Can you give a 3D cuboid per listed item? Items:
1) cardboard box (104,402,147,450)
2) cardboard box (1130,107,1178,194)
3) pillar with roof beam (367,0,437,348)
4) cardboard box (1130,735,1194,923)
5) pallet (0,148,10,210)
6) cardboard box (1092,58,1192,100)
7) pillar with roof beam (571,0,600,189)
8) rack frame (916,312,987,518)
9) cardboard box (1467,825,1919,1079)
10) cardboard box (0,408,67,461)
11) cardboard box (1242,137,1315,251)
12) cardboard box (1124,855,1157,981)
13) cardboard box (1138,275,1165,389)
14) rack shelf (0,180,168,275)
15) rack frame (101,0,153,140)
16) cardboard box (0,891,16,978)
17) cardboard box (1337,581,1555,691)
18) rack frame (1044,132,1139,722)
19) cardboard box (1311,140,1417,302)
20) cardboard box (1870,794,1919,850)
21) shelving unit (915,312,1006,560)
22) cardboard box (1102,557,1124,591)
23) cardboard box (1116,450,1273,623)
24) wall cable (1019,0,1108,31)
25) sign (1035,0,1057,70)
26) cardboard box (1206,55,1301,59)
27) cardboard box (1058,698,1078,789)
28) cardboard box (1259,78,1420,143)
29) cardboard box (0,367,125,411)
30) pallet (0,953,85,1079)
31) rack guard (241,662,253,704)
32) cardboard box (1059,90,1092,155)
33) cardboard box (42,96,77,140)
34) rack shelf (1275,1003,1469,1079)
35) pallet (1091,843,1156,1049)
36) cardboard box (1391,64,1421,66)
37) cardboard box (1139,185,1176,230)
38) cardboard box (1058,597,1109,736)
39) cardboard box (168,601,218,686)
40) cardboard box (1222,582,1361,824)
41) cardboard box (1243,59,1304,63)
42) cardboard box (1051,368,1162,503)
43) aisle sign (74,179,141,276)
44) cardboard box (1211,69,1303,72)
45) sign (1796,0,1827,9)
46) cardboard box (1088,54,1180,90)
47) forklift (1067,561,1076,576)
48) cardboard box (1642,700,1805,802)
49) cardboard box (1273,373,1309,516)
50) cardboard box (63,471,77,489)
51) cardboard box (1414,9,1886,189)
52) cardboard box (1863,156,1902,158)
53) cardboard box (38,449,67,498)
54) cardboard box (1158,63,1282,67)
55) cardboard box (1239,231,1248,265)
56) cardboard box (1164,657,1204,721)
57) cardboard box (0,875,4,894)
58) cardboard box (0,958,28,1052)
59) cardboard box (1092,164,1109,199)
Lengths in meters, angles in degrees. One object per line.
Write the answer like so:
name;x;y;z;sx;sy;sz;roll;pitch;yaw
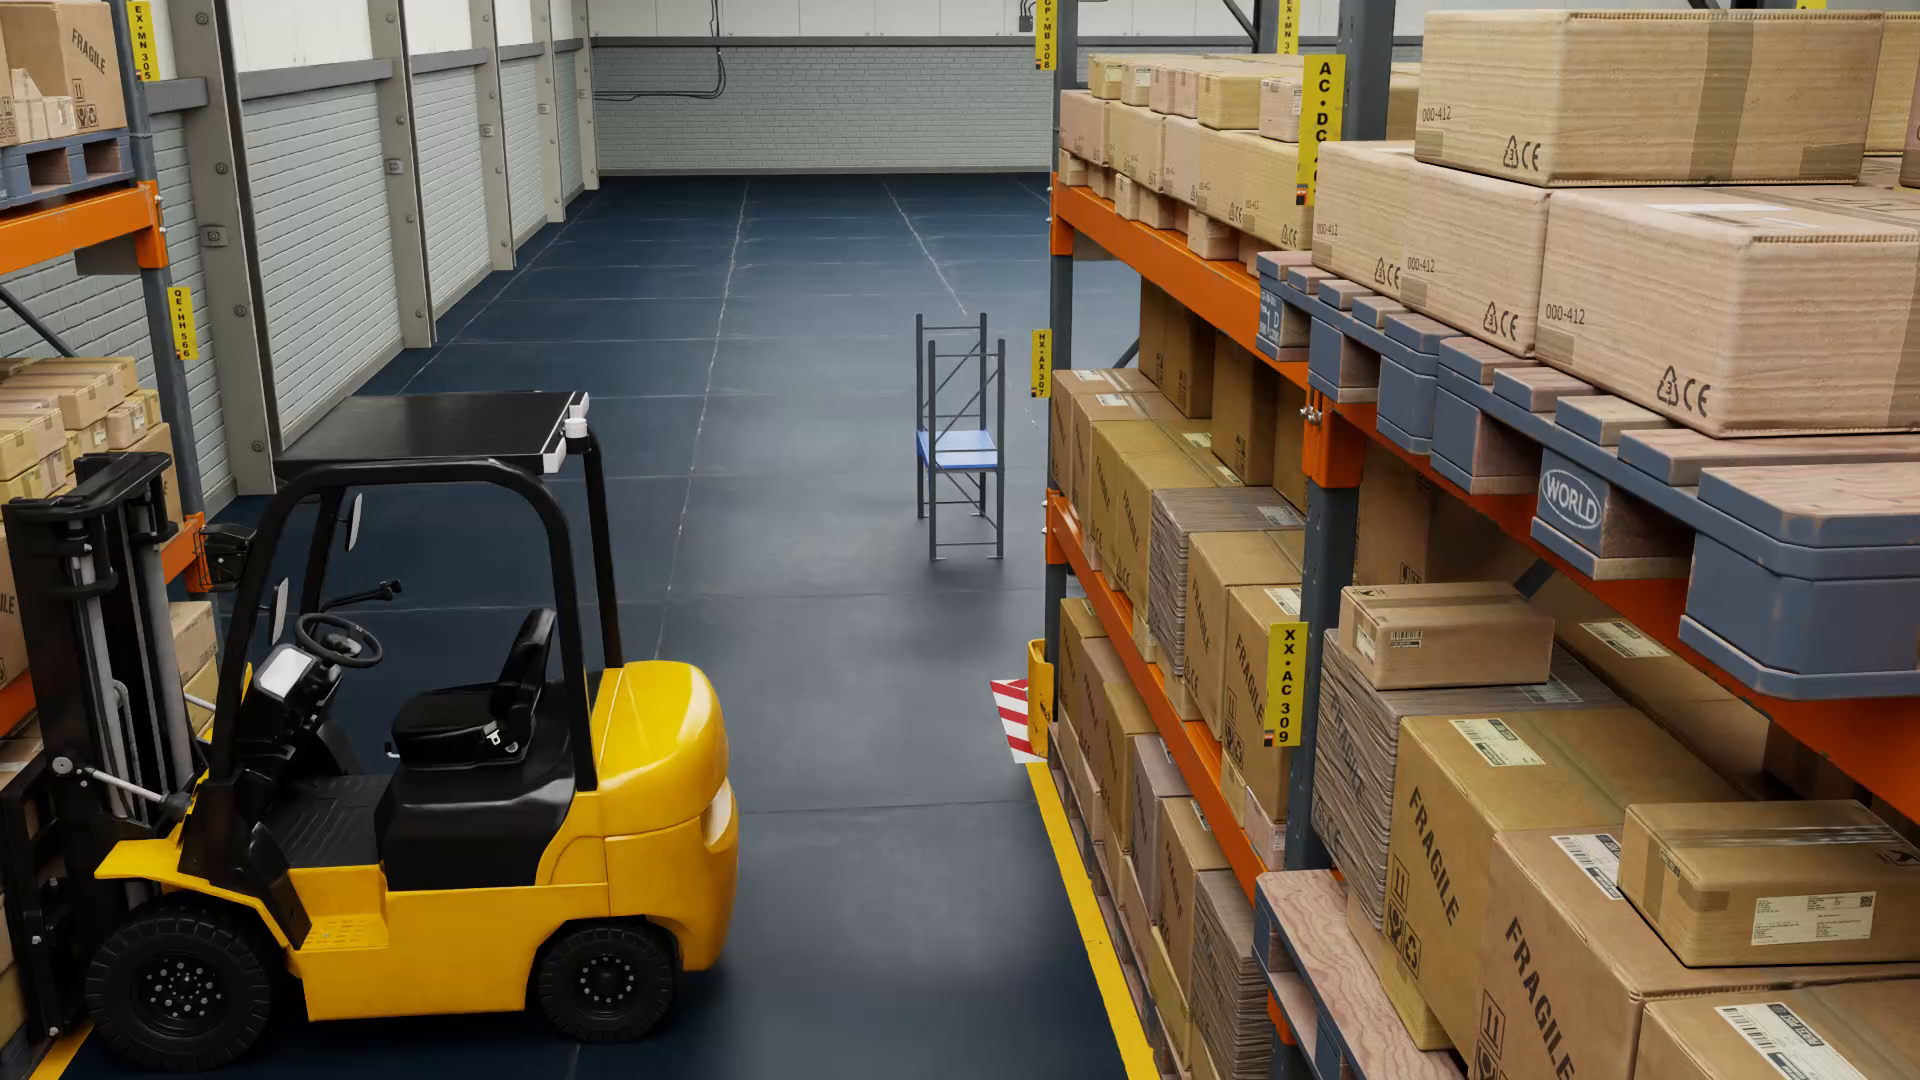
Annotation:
cardboard box;-3.637;-0.474;6.929;0.380;0.149;0.250;-1;17;-5
cardboard box;0.870;-1.328;5.644;0.500;0.250;0.500;-1;17;-4
pillar with roof beam;-1.788;-6.622;17.745;9.100;9.000;0.400;-2;18;-6
cardboard box;0.906;1.033;6.016;0.500;0.500;0.500;-1;17;-3
pallet;-3.831;-1.100;5.312;1.003;0.211;1.213;-2;18;-6
cardboard box;0.721;-1.792;6.459;0.380;0.149;0.250;-2;18;-6
pillar with roof beam;-3.644;-11.985;34.827;9.100;9.000;0.400;-2;18;-6
rack frame;-0.061;-0.892;12.016;0.500;1.500;0.032;-2;18;-6
cardboard box;1.195;0.806;2.736;0.500;0.500;0.500;-2;18;-6
cardboard box;-3.562;-0.385;6.149;0.380;0.149;0.250;-1;17;-4
cardboard box;1.028;-0.874;4.201;0.500;0.250;0.500;-2;18;-6
cardboard box;0.901;1.384;6.149;0.500;0.250;0.500;-2;17;-5
cardboard box;1.199;-0.962;7.401;0.700;0.500;0.500;-2;18;-7
rack shelf;-3.801;-0.779;5.342;1.077;0.370;4.000;-2;18;-6
rack frame;-4.007;-3.149;6.683;1.000;3.000;0.127;-2;18;-6
cardboard box;-3.432;1.324;5.505;0.500;0.250;0.500;-2;18;-6
cardboard box;1.039;0.202;3.577;0.380;0.149;0.250;-2;18;-6
rack frame;0.929;-0.441;8.074;1.000;3.000;0.127;-2;18;-6
cardboard box;1.003;-0.623;3.194;0.500;0.250;0.500;-2;18;-7
cardboard box;1.750;0.468;2.732;0.380;0.149;0.250;-3;18;-8
shelving unit;-0.009;-0.741;11.533;0.538;1.500;1.048;-2;18;-6
cardboard box;0.786;0.096;6.783;0.380;0.149;0.250;-1;17;-4
cardboard box;0.873;-0.024;6.081;0.500;0.500;0.500;-2;18;-7
wall cable;2.530;-14.681;37.739;2.305;6.003;0.169;-2;18;-6
sign;0.390;-2.272;7.440;0.100;0.325;0.005;-2;18;-6
cardboard box;1.246;-1.963;7.002;0.380;0.149;0.250;-1;17;-5
cardboard box;0.737;0.919;7.630;0.500;0.250;0.500;-2;18;-6
cardboard box;0.989;-1.104;4.265;0.380;0.149;0.250;-2;18;-7
cardboard box;-3.705;-0.613;6.875;0.380;0.149;0.250;-2;18;-6
pallet;-3.764;1.633;6.123;1.003;0.211;1.213;-2;18;-6
rack guard;-4.010;0.899;7.979;1.175;0.500;0.348;-2;18;-6
cardboard box;0.716;-1.784;7.099;0.500;0.250;0.500;-2;18;-7
cardboard box;-3.620;-1.608;6.336;0.380;0.149;0.250;-2;18;-7
rack shelf;1.548;1.690;2.488;1.077;0.370;4.000;-2;18;-6
pallet;1.108;1.518;6.490;1.003;0.211;1.213;-2;18;-6
cardboard box;1.392;-1.505;5.545;0.380;0.149;0.250;-1;17;-5
cardboard box;0.845;-1.181;5.843;0.380;0.149;0.250;-2;18;-7
cardboard box;0.741;0.569;7.495;0.500;0.500;0.500;-2;18;-7
cardboard box;-3.650;0.476;7.375;0.500;0.250;0.500;-1;17;-4
cardboard box;1.049;0.436;4.616;0.500;0.500;0.500;-2;18;-7
cardboard box;1.284;-1.737;6.283;0.380;0.149;0.250;-2;18;-6
cardboard box;0.702;-0.481;7.538;0.500;0.500;0.500;-2;18;-6
aisle sign;-3.722;-1.555;7.284;0.394;0.787;0.004;-2;18;-6
cardboard box;0.969;-1.339;5.013;0.380;0.149;0.250;-2;18;-7
sign;1.894;-1.133;3.750;0.100;0.325;0.005;-2;18;-6
cardboard box;0.763;-2.021;7.185;0.380;0.149;0.250;-2;18;-6
forklift;2.220;-1.095;10.273;3.031;2.935;1.130;7;19;20
cardboard box;1.670;0.639;3.269;0.500;0.500;0.500;-2;18;-5
cardboard box;1.456;-0.357;5.474;0.700;0.500;0.500;-2;18;-7
cardboard box;-3.651;-0.041;6.632;0.500;0.500;0.500;-1;17;-4
cardboard box;1.065;-0.713;2.647;0.500;0.250;0.500;-2;18;-7
cardboard box;1.546;-0.640;3.248;0.500;0.250;0.500;-2;18;-7
cardboard box;-3.582;-0.242;6.191;0.380;0.149;0.250;-2;18;-7
cardboard box;0.889;-1.566;5.738;0.380;0.149;0.250;-1;17;-4
cardboard box;1.038;-0.876;4.870;0.380;0.149;0.250;-2;18;-8
cardboard box;0.898;0.482;5.554;0.380;0.149;0.250;-2;18;-6
cardboard box;-3.438;1.085;5.432;0.500;0.250;0.500;-1;17;-4
cardboard box;-3.452;1.559;5.593;0.500;0.250;0.500;-1;17;-5
cardboard box;0.750;-1.488;6.820;0.380;0.149;0.250;-1;17;-4
